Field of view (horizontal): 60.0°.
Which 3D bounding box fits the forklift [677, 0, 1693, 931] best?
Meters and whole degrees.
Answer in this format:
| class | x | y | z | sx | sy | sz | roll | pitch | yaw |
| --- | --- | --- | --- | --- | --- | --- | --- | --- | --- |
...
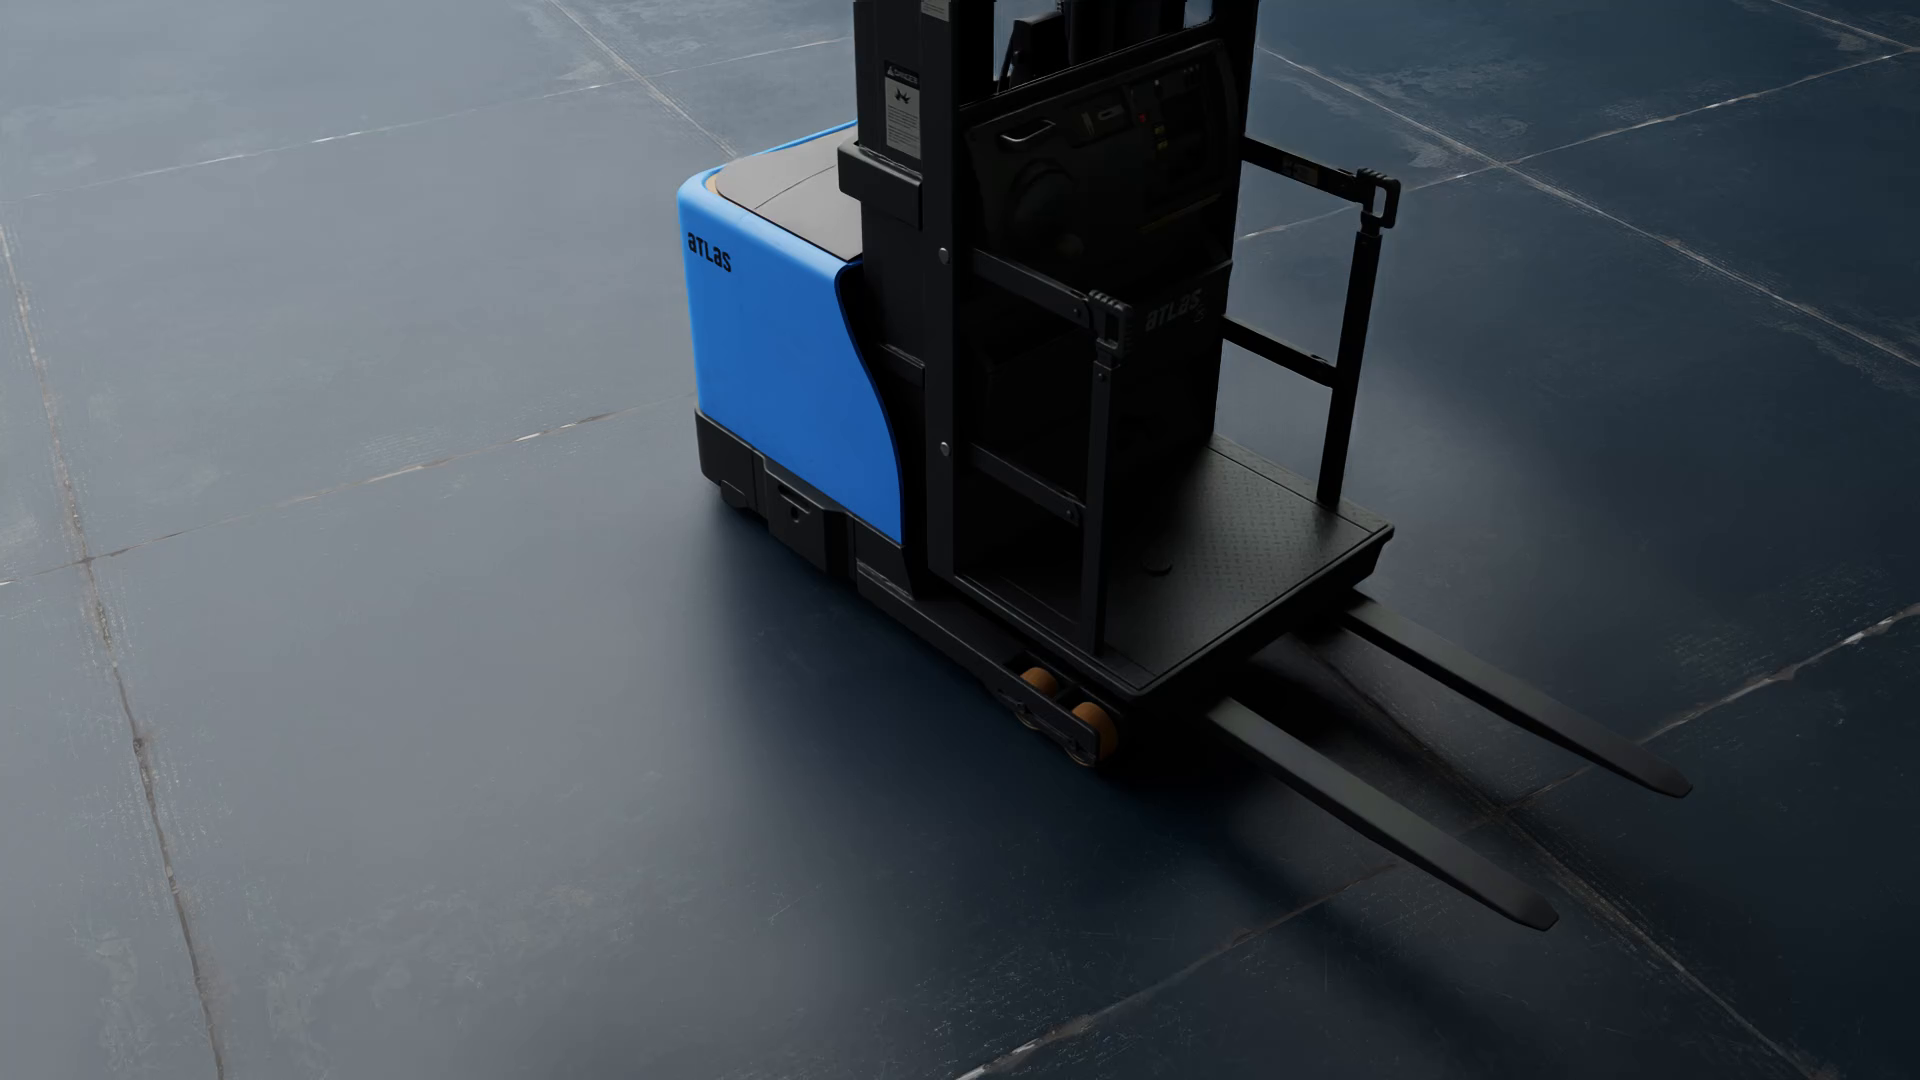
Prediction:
| class | x | y | z | sx | sy | sz | roll | pitch | yaw |
| --- | --- | --- | --- | --- | --- | --- | --- | --- | --- |
| forklift | 0.517 | -0.927 | 4.034 | 1.130 | 2.935 | 3.031 | -29 | 45 | -33 |
